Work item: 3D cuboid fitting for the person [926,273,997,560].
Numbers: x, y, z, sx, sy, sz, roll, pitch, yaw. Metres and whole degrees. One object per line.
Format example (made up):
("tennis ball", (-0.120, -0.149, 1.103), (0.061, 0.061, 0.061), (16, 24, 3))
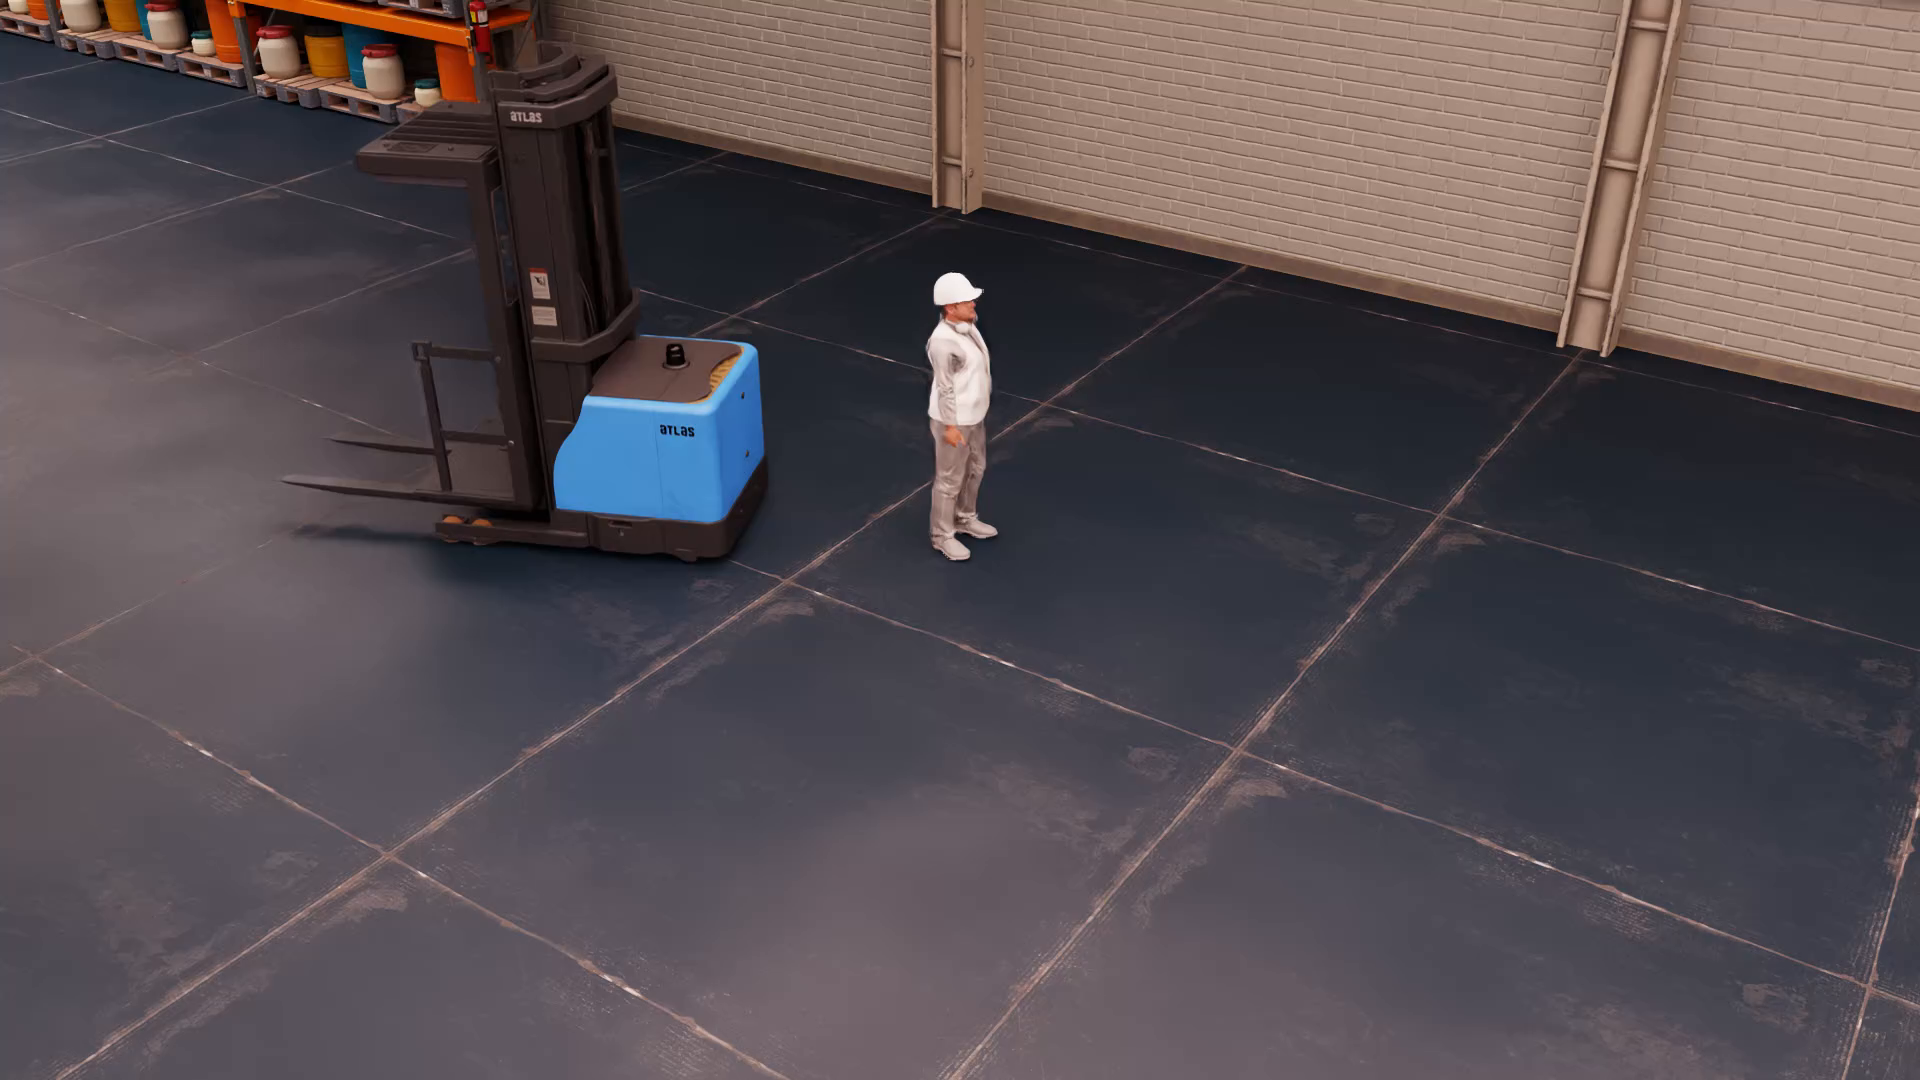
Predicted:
("person", (0.021, -0.767, 10.060), (0.408, 1.772, 0.542), (6, 31, 9))

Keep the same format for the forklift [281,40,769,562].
("forklift", (-2.829, -1.484, 10.137), (3.031, 2.935, 1.130), (5, 31, 9))
